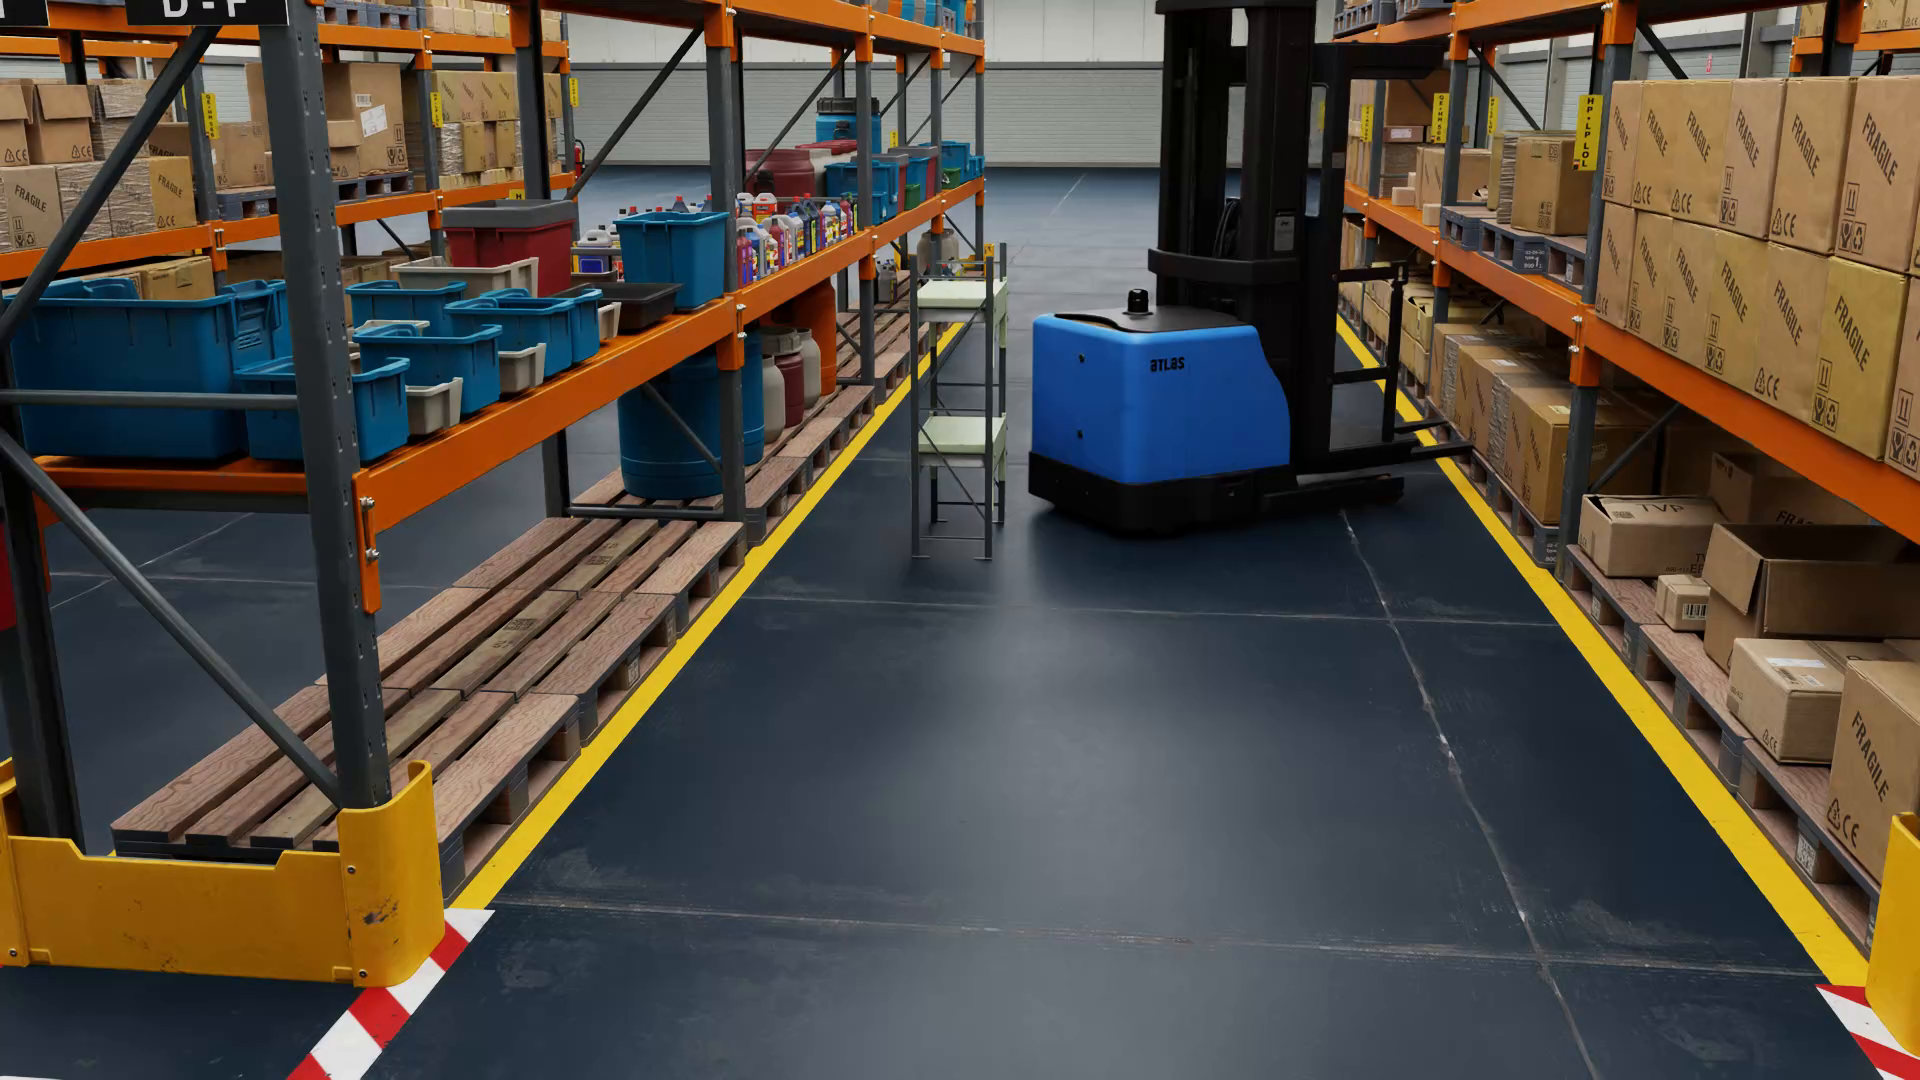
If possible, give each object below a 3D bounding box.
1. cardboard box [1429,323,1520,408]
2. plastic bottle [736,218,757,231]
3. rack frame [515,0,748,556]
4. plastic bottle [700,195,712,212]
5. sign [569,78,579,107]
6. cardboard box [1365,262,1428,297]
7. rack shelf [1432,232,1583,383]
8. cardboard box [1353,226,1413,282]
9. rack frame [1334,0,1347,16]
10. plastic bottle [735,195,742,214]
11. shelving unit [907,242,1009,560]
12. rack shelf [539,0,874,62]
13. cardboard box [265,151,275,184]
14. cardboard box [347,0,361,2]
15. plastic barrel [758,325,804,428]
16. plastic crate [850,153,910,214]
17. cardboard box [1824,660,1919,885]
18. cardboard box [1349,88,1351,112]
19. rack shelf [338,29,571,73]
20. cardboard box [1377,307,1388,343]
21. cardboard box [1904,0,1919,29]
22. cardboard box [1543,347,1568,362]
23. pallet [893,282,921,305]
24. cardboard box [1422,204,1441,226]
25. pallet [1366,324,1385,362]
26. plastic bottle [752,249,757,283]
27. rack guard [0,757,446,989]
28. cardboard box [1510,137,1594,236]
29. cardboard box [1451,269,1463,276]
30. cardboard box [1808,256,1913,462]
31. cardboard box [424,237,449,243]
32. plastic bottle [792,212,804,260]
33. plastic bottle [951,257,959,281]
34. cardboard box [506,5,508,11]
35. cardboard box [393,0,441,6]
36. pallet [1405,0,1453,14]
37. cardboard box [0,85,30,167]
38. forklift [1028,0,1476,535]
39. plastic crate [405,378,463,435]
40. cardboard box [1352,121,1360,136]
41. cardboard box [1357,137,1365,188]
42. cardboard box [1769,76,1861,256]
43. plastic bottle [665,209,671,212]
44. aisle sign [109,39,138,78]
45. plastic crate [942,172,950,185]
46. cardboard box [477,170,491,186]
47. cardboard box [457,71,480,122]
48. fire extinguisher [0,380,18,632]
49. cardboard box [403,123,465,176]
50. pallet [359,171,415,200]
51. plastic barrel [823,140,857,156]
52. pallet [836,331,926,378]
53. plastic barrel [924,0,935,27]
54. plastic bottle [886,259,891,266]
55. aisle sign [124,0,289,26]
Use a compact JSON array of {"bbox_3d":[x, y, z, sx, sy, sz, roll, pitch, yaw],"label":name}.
[{"bbox_3d":[3.459,-1.169,11.185,0.500,0.500,0.500,2,15,9],"label":"cardboard box"},{"bbox_3d":[-1.195,-1.676,9.351,0.152,0.276,0.135,2,15,6],"label":"plastic bottle"},{"bbox_3d":[-1.579,-1.382,8.028,1.000,3.000,0.127,2,15,6],"label":"rack frame"},{"bbox_3d":[-1.509,-1.923,10.121,0.144,0.351,0.185,2,15,6],"label":"plastic bottle"},{"bbox_3d":[-4.597,-5.331,19.805,0.100,0.325,0.005,2,15,6],"label":"sign"},{"bbox_3d":[3.951,-2.357,15.020,0.500,0.311,0.500,2,15,6],"label":"cardboard box"},{"bbox_3d":[3.568,-1.407,9.497,1.077,0.370,4.000,2,15,6],"label":"rack shelf"},{"bbox_3d":[4.148,-2.804,16.311,0.500,0.500,0.500,2,15,6],"label":"cardboard box"},{"bbox_3d":[4.697,-7.244,18.212,1.000,3.000,0.127,2,15,6],"label":"rack frame"},{"bbox_3d":[-1.538,-2.226,11.393,0.097,0.271,0.097,0,15,0],"label":"plastic bottle"},{"bbox_3d":[0.001,-0.726,8.473,0.431,1.500,0.755,2,15,6],"label":"shelving unit"},{"bbox_3d":[-1.353,-3.002,9.648,1.077,0.370,4.000,2,15,6],"label":"rack shelf"},{"bbox_3d":[-5.631,-3.124,13.951,0.500,0.250,0.500,1,15,5],"label":"cardboard box"},{"bbox_3d":[-5.604,-4.942,14.899,0.396,0.266,0.258,2,15,8],"label":"cardboard box"},{"bbox_3d":[-1.293,-1.038,10.570,0.600,0.588,0.708,2,15,6],"label":"plastic barrel"},{"bbox_3d":[-0.641,-2.861,13.373,0.402,0.464,0.583,2,15,6],"label":"plastic crate"},{"bbox_3d":[2.708,0.648,4.465,0.500,0.500,0.500,2,15,6],"label":"cardboard box"},{"bbox_3d":[4.625,-4.888,18.315,0.700,0.500,0.500,2,15,6],"label":"cardboard box"},{"bbox_3d":[-5.372,-5.223,17.861,1.077,0.370,4.000,2,15,6],"label":"rack shelf"},{"bbox_3d":[3.839,-1.821,14.115,0.500,0.250,0.500,1,15,5],"label":"cardboard box"},{"bbox_3d":[9.049,-4.940,15.210,0.500,0.500,0.500,0,15,2],"label":"cardboard box"},{"bbox_3d":[3.863,-0.895,10.171,0.500,0.500,0.500,1,15,4],"label":"cardboard box"},{"bbox_3d":[-0.424,-2.601,17.878,1.003,0.211,1.213,2,15,6],"label":"pallet"},{"bbox_3d":[3.621,-2.393,12.247,0.380,0.149,0.250,2,15,6],"label":"cardboard box"},{"bbox_3d":[4.201,-1.772,14.811,1.003,0.211,1.213,2,15,6],"label":"pallet"},{"bbox_3d":[-1.103,-1.434,8.600,0.097,0.201,0.097,0,15,0],"label":"plastic bottle"},{"bbox_3d":[-2.020,0.868,4.493,1.175,0.500,0.348,2,15,6],"label":"rack guard"},{"bbox_3d":[3.481,-1.947,9.118,0.700,0.500,0.500,-2,15,-8],"label":"cardboard box"},{"bbox_3d":[4.432,-2.208,14.469,0.500,0.311,0.500,2,15,8],"label":"cardboard box"},{"bbox_3d":[2.726,-0.505,4.592,0.500,0.500,0.500,2,15,7],"label":"cardboard box"},{"bbox_3d":[-5.463,-3.014,18.046,0.500,0.500,0.500,0,15,1],"label":"cardboard box"},{"bbox_3d":[-0.966,-1.784,9.759,0.097,0.271,0.097,0,15,0],"label":"plastic bottle"},{"bbox_3d":[-0.082,-2.795,17.486,0.144,0.351,0.185,2,15,9],"label":"plastic bottle"},{"bbox_3d":[-5.021,-5.790,18.106,0.380,0.149,0.250,1,15,3],"label":"cardboard box"},{"bbox_3d":[-5.254,-5.246,16.095,0.380,0.149,0.250,1,15,5],"label":"cardboard box"},{"bbox_3d":[3.782,-3.808,11.615,1.213,0.211,1.003,2,15,9],"label":"pallet"},{"bbox_3d":[-6.293,-2.566,10.292,0.797,0.503,0.637,2,15,8],"label":"cardboard box"},{"bbox_3d":[1.926,-1.699,9.331,3.031,2.935,1.130,-8,17,-28],"label":"forklift"},{"bbox_3d":[-1.557,-0.382,4.717,0.250,0.136,0.298,2,15,6],"label":"plastic crate"},{"bbox_3d":[4.295,-4.280,17.308,0.380,0.149,0.250,2,15,6],"label":"cardboard box"},{"bbox_3d":[4.459,-3.874,17.050,0.700,0.500,0.500,2,15,8],"label":"cardboard box"},{"bbox_3d":[2.778,-1.118,4.944,0.500,0.500,0.500,2,15,8],"label":"cardboard box"},{"bbox_3d":[-1.735,-1.820,9.869,0.061,0.283,0.133,2,15,6],"label":"plastic bottle"},{"bbox_3d":[-10.353,-6.095,20.476,0.394,0.787,0.004,2,15,6],"label":"aisle sign"},{"bbox_3d":[-0.491,-3.559,16.197,0.767,0.338,0.504,2,15,6],"label":"plastic crate"},{"bbox_3d":[-5.144,-3.788,17.404,0.380,0.149,0.250,2,15,6],"label":"cardboard box"},{"bbox_3d":[-5.239,-4.517,16.942,0.500,0.500,0.500,2,15,6],"label":"cardboard box"},{"bbox_3d":[-2.499,-0.102,4.155,0.296,0.674,0.183,2,15,6],"label":"fire extinguisher"},{"bbox_3d":[-5.485,-3.910,16.614,0.875,0.500,0.500,2,15,6],"label":"cardboard box"},{"bbox_3d":[-5.828,-3.317,15.548,1.003,0.211,1.213,2,15,6],"label":"pallet"},{"bbox_3d":[-1.002,-3.281,14.790,0.433,0.535,0.433,0,15,0],"label":"plastic barrel"},{"bbox_3d":[-0.861,-1.589,14.134,1.003,0.211,1.213,2,15,6],"label":"pallet"},{"bbox_3d":[-0.518,-5.009,14.733,0.600,0.901,0.708,2,15,6],"label":"plastic barrel"},{"bbox_3d":[-0.783,-2.877,17.915,0.061,0.283,0.133,2,15,7],"label":"plastic bottle"},{"bbox_3d":[-1.743,-1.572,3.750,0.394,0.787,0.004,2,15,6],"label":"aisle sign"}]
